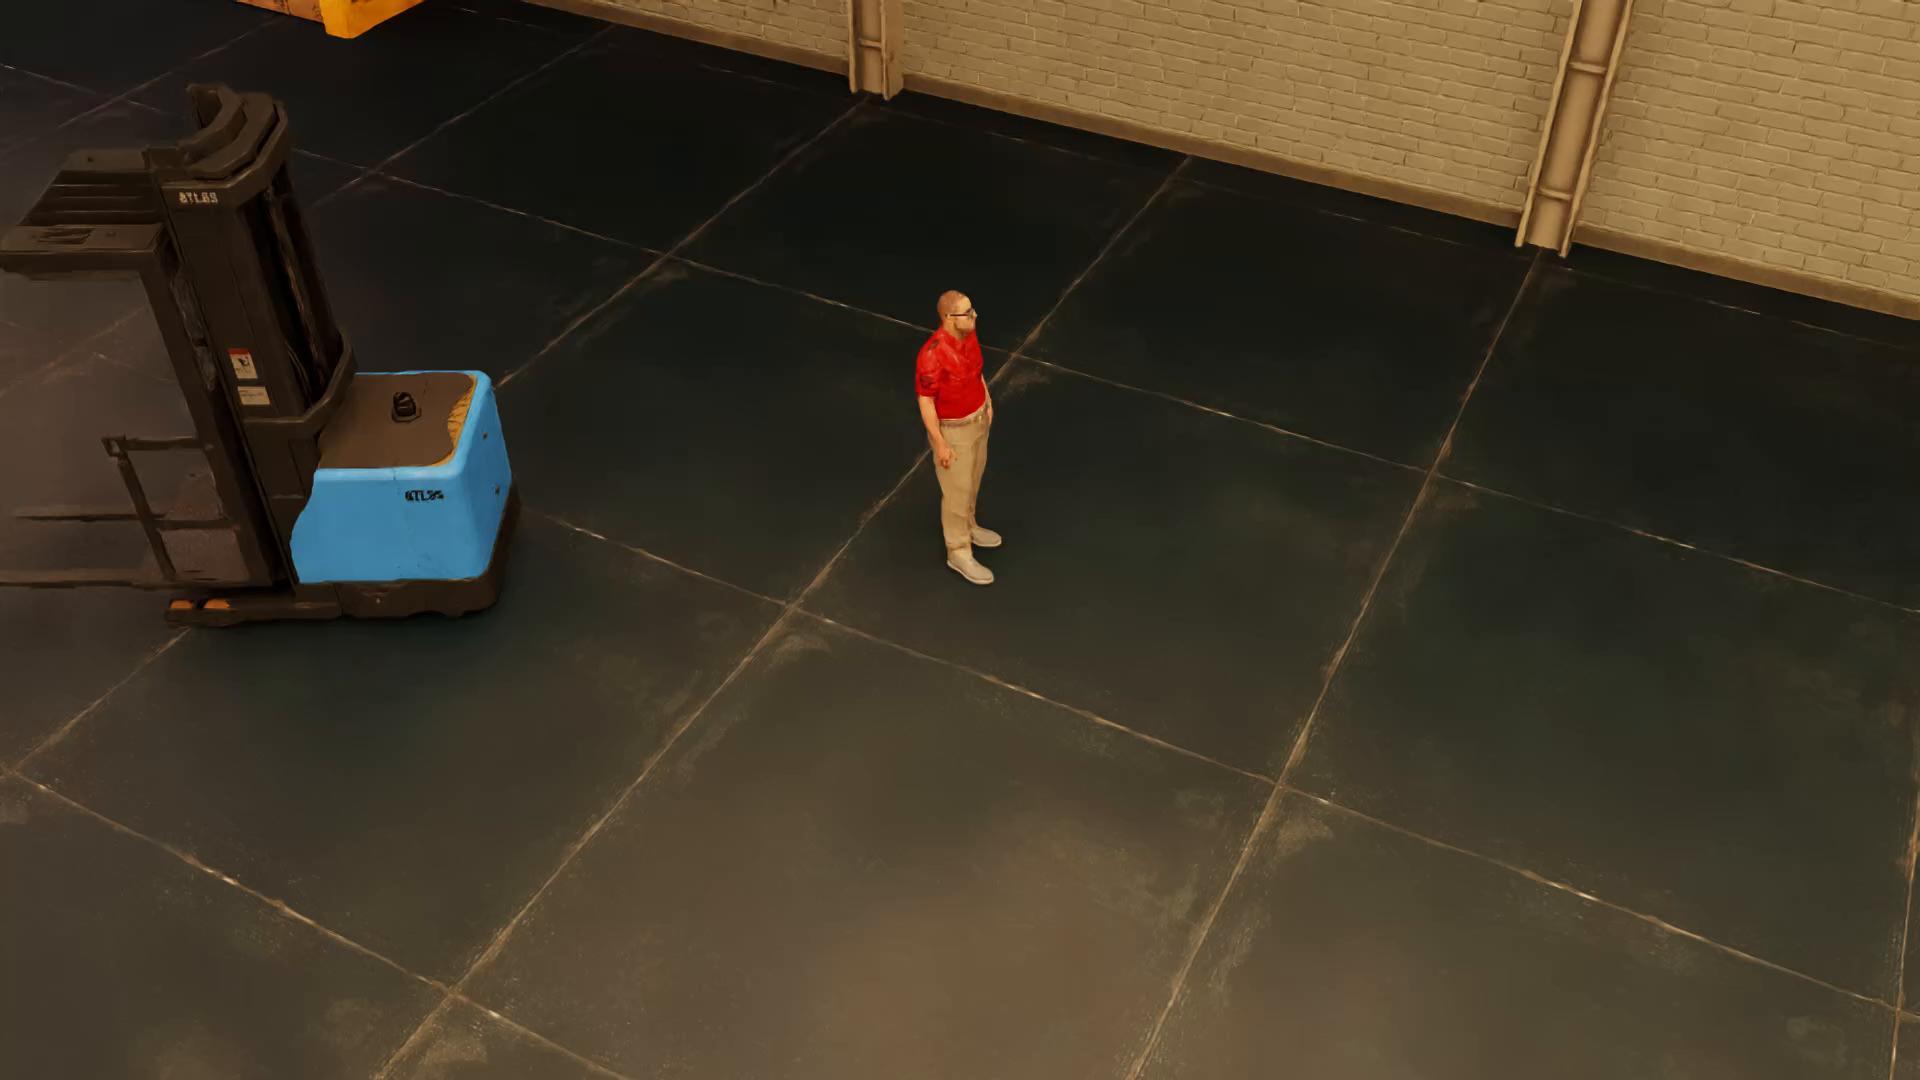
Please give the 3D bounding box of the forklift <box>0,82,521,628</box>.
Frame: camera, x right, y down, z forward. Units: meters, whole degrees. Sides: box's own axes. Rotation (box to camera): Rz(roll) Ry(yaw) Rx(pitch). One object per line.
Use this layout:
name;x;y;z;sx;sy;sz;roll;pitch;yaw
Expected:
forklift;-4.241;-0.960;9.126;3.031;2.935;1.130;-1;40;-2

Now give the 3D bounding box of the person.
person;0.074;-0.634;9.660;0.550;1.727;0.640;18;43;21
